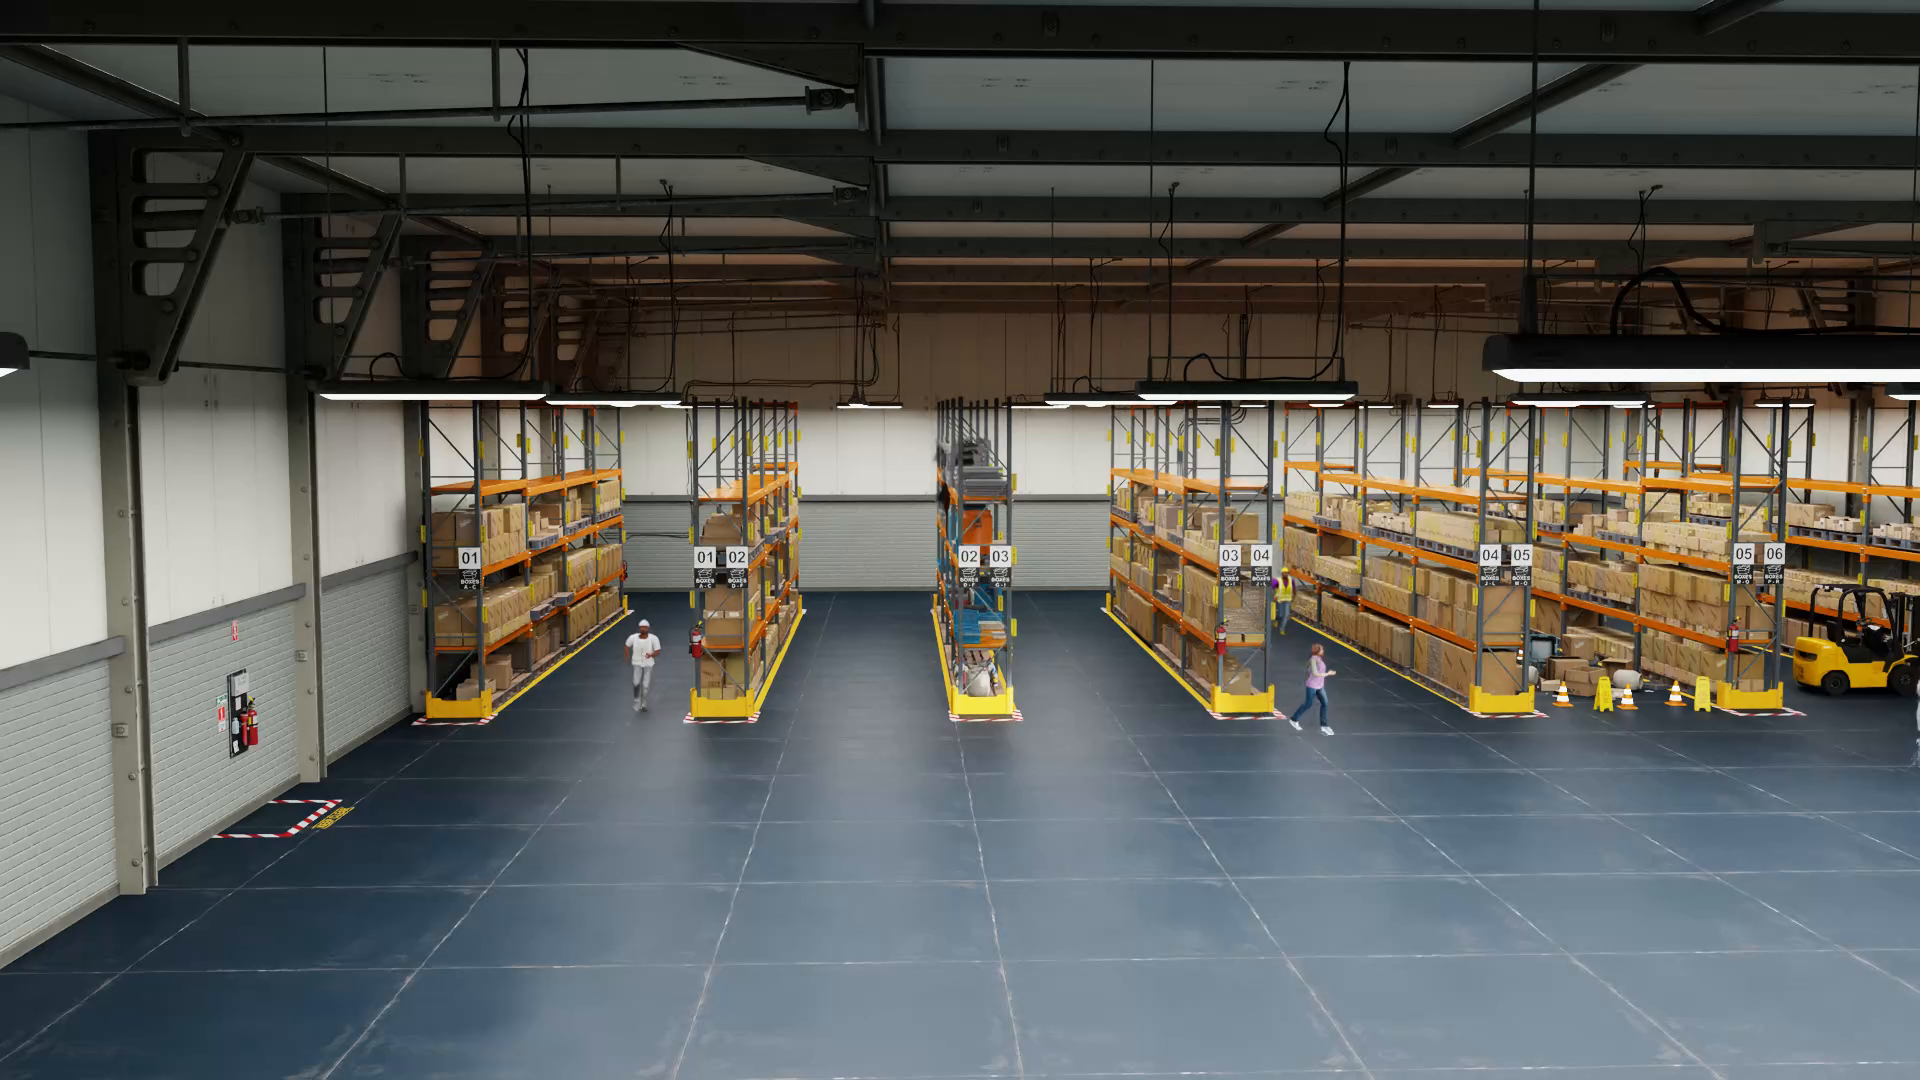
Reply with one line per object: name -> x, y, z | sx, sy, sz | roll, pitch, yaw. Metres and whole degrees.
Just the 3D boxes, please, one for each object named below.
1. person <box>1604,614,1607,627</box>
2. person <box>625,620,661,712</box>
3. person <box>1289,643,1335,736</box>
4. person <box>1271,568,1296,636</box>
person -> 16.518, 1.561, 42.747 | 0.672, 1.736, 0.599 | 0, 4, -6
person -> -6.056, 2.402, 31.745 | 0.682, 1.762, 0.668 | -1, 4, -10
person -> 6.256, 2.630, 29.476 | 0.822, 1.629, 0.515 | 3, 5, 32
person -> 8.313, 1.566, 42.795 | 0.724, 1.734, 0.714 | -1, 4, -9
